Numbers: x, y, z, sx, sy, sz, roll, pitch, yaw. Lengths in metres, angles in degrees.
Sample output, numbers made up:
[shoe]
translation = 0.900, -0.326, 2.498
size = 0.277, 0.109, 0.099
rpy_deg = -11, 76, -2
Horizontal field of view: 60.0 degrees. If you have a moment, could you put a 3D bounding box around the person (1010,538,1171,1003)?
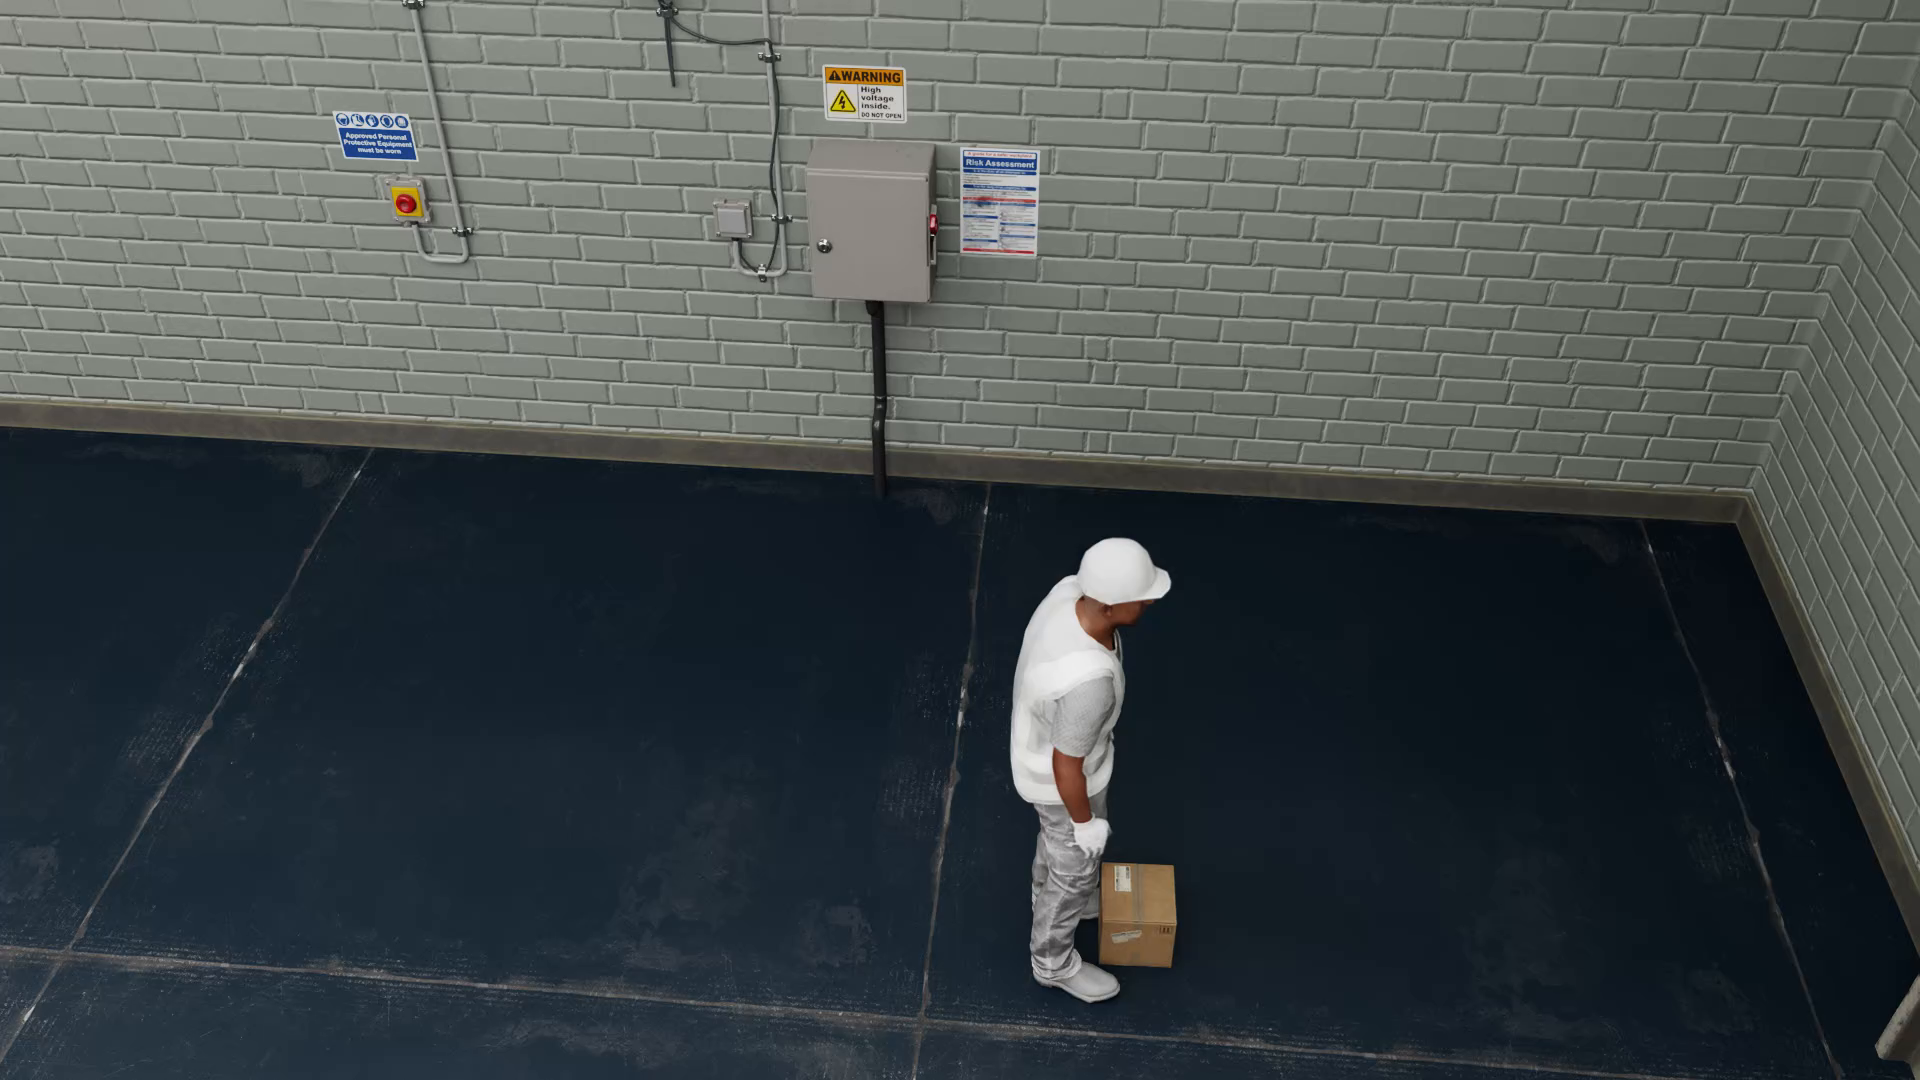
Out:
[person]
translation = 0.386, 0.708, 5.294
size = 0.453, 1.774, 0.629
rpy_deg = 2, 40, 3
